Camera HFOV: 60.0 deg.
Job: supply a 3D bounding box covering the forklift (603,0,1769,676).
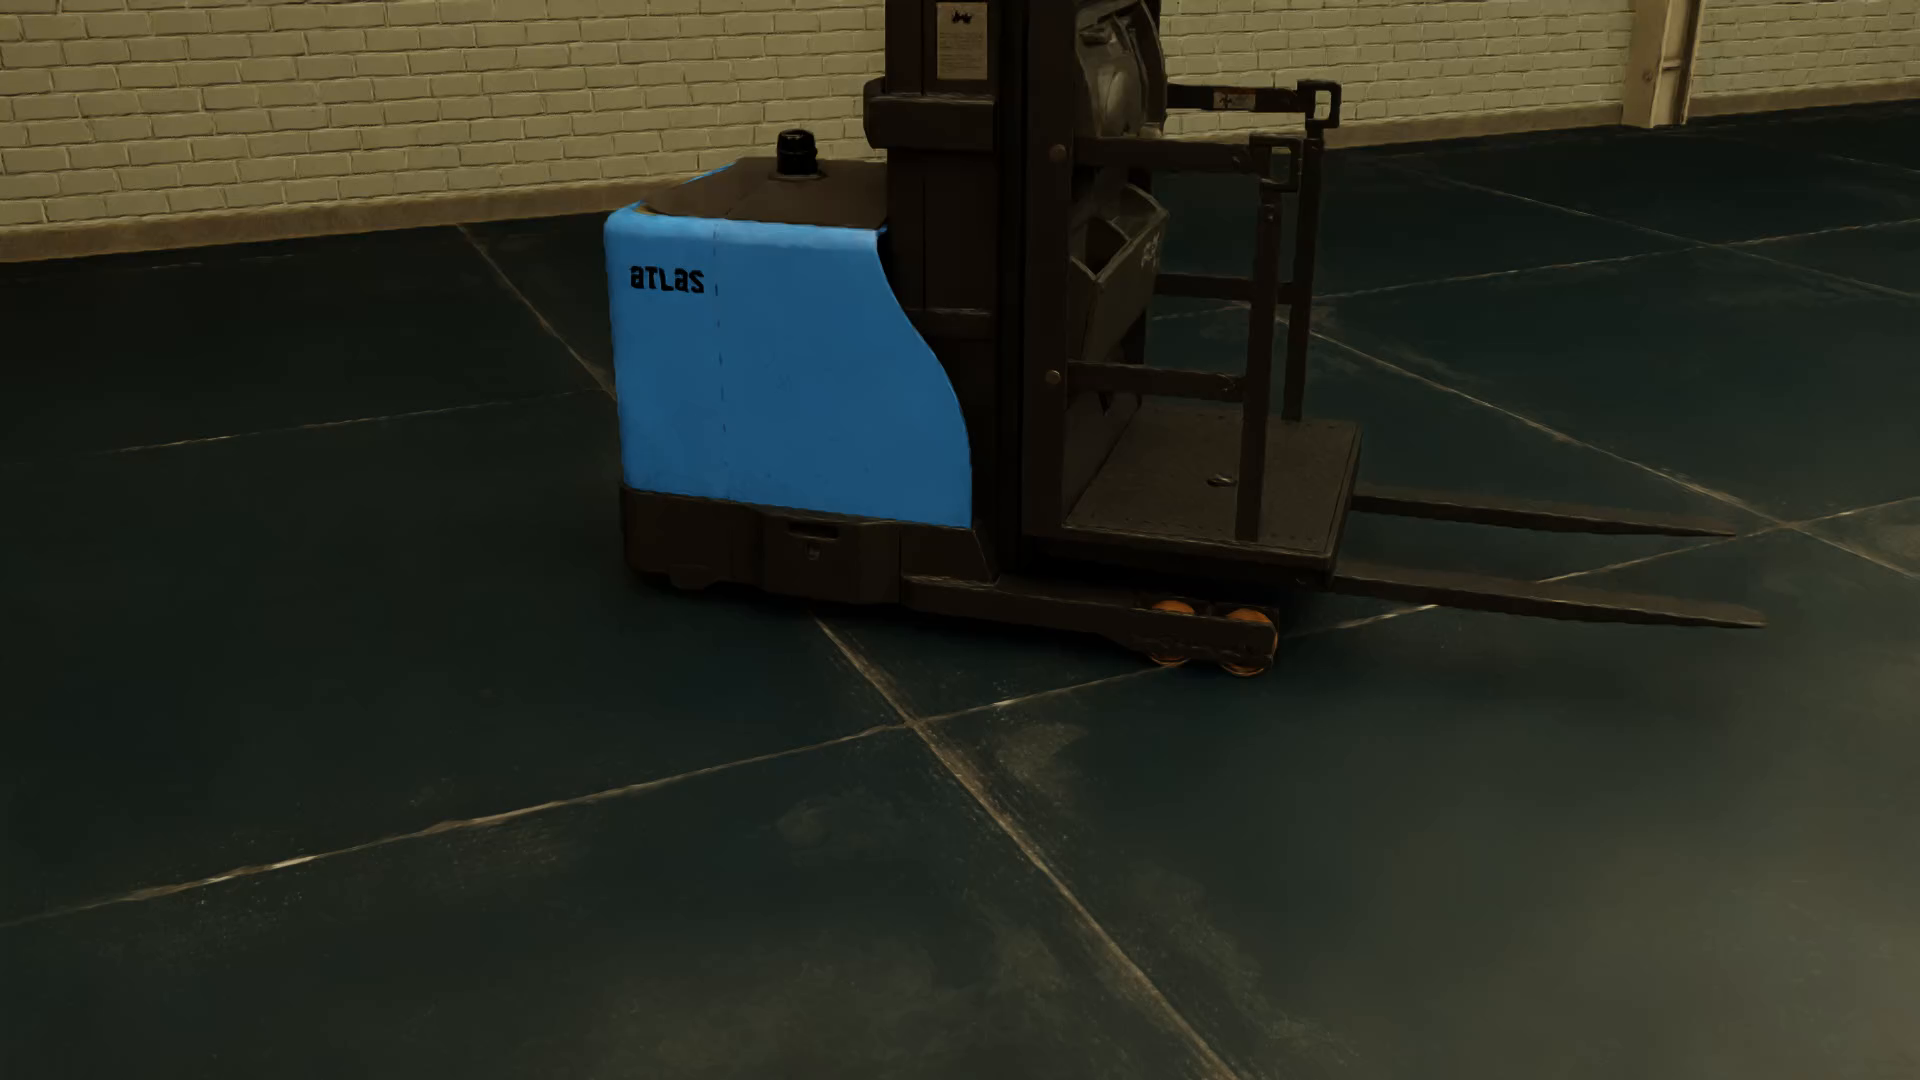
[{"bbox_3d":[0.610,-1.234,4.255,3.031,2.935,1.130,7,23,16],"label":"forklift"}]
